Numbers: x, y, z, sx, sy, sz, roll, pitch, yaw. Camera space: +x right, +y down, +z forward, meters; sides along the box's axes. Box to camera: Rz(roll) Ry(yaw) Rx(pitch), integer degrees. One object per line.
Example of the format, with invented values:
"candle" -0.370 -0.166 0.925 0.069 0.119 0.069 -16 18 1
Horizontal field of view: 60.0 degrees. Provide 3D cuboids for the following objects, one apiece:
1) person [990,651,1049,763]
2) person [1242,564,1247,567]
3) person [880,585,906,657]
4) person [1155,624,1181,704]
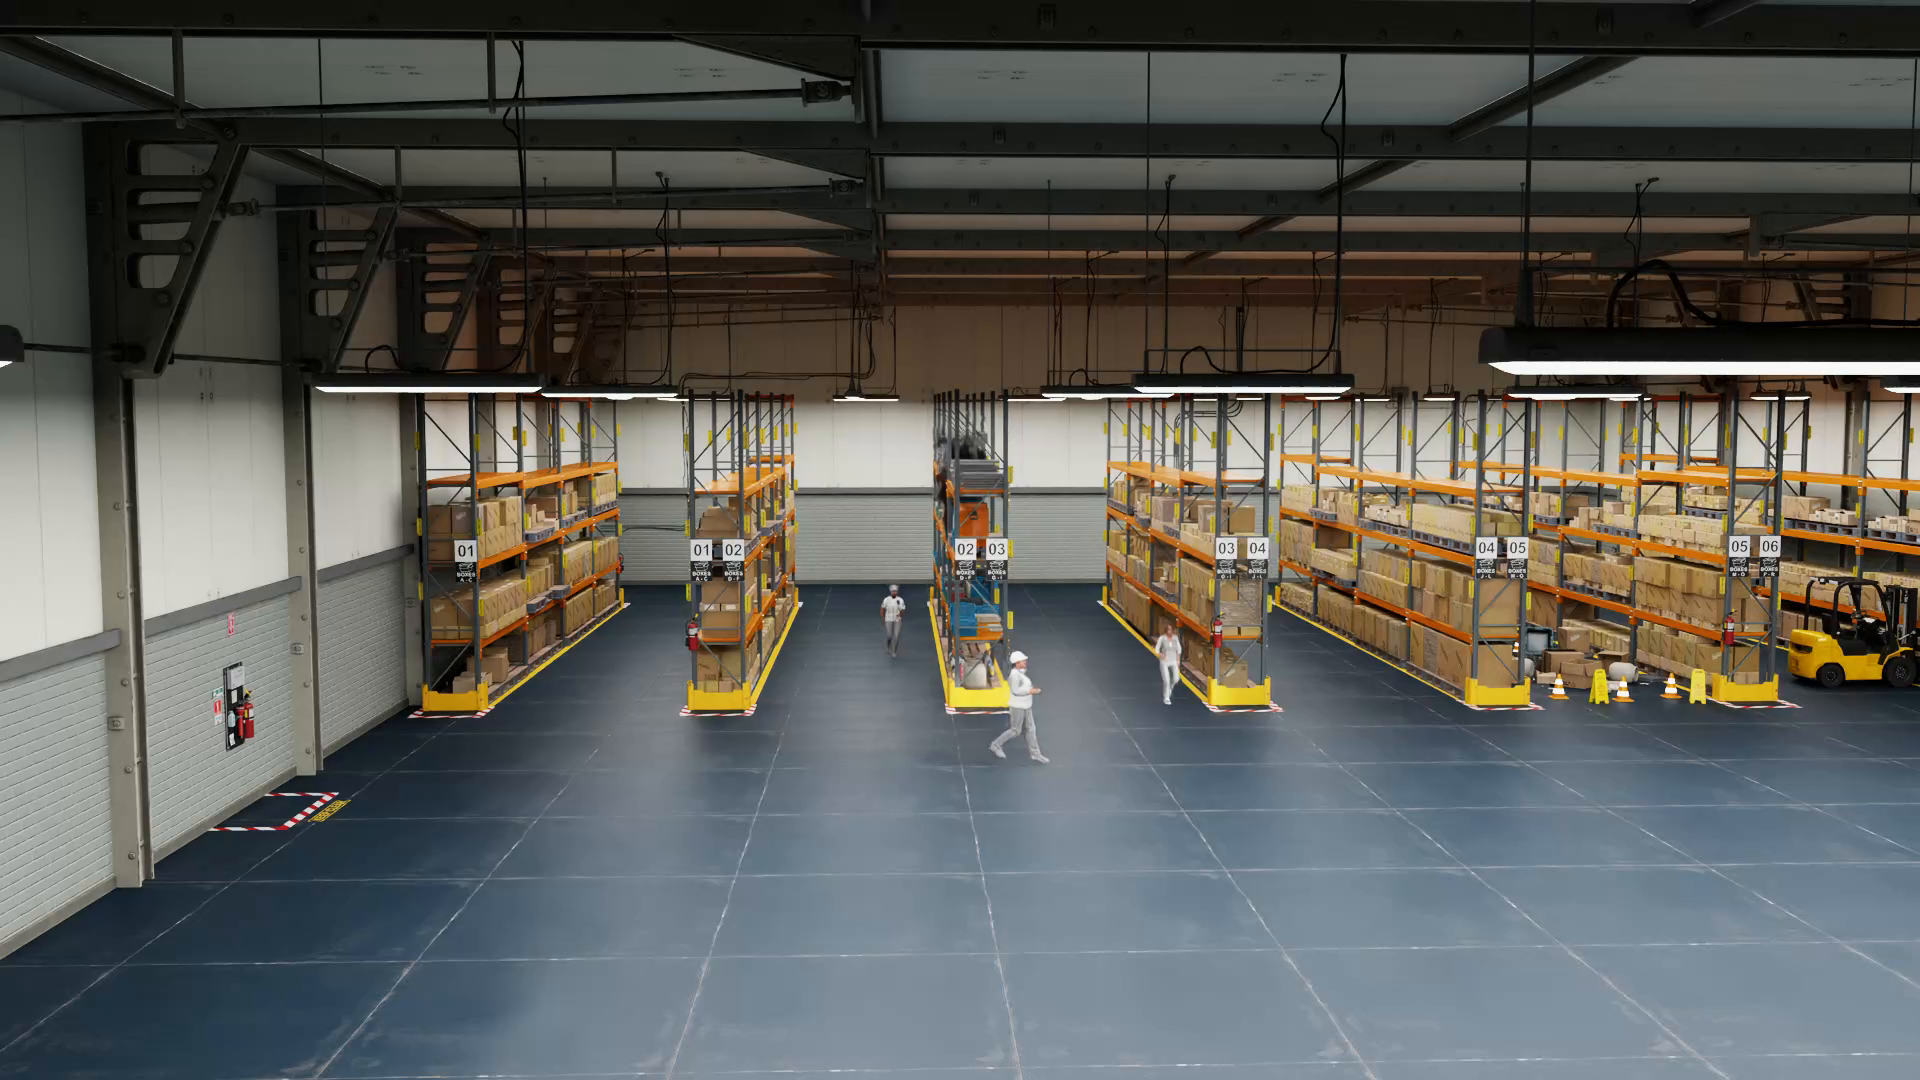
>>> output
"person" 0.949 2.656 26.455 0.950 1.776 0.657 1 5 16
"person" 7.877 1.061 46.344 0.731 1.767 0.932 1 5 11
"person" -1.504 1.837 37.482 0.573 1.653 0.556 0 5 -4
"person" 4.001 2.371 31.786 0.553 1.549 0.549 -1 5 -10
